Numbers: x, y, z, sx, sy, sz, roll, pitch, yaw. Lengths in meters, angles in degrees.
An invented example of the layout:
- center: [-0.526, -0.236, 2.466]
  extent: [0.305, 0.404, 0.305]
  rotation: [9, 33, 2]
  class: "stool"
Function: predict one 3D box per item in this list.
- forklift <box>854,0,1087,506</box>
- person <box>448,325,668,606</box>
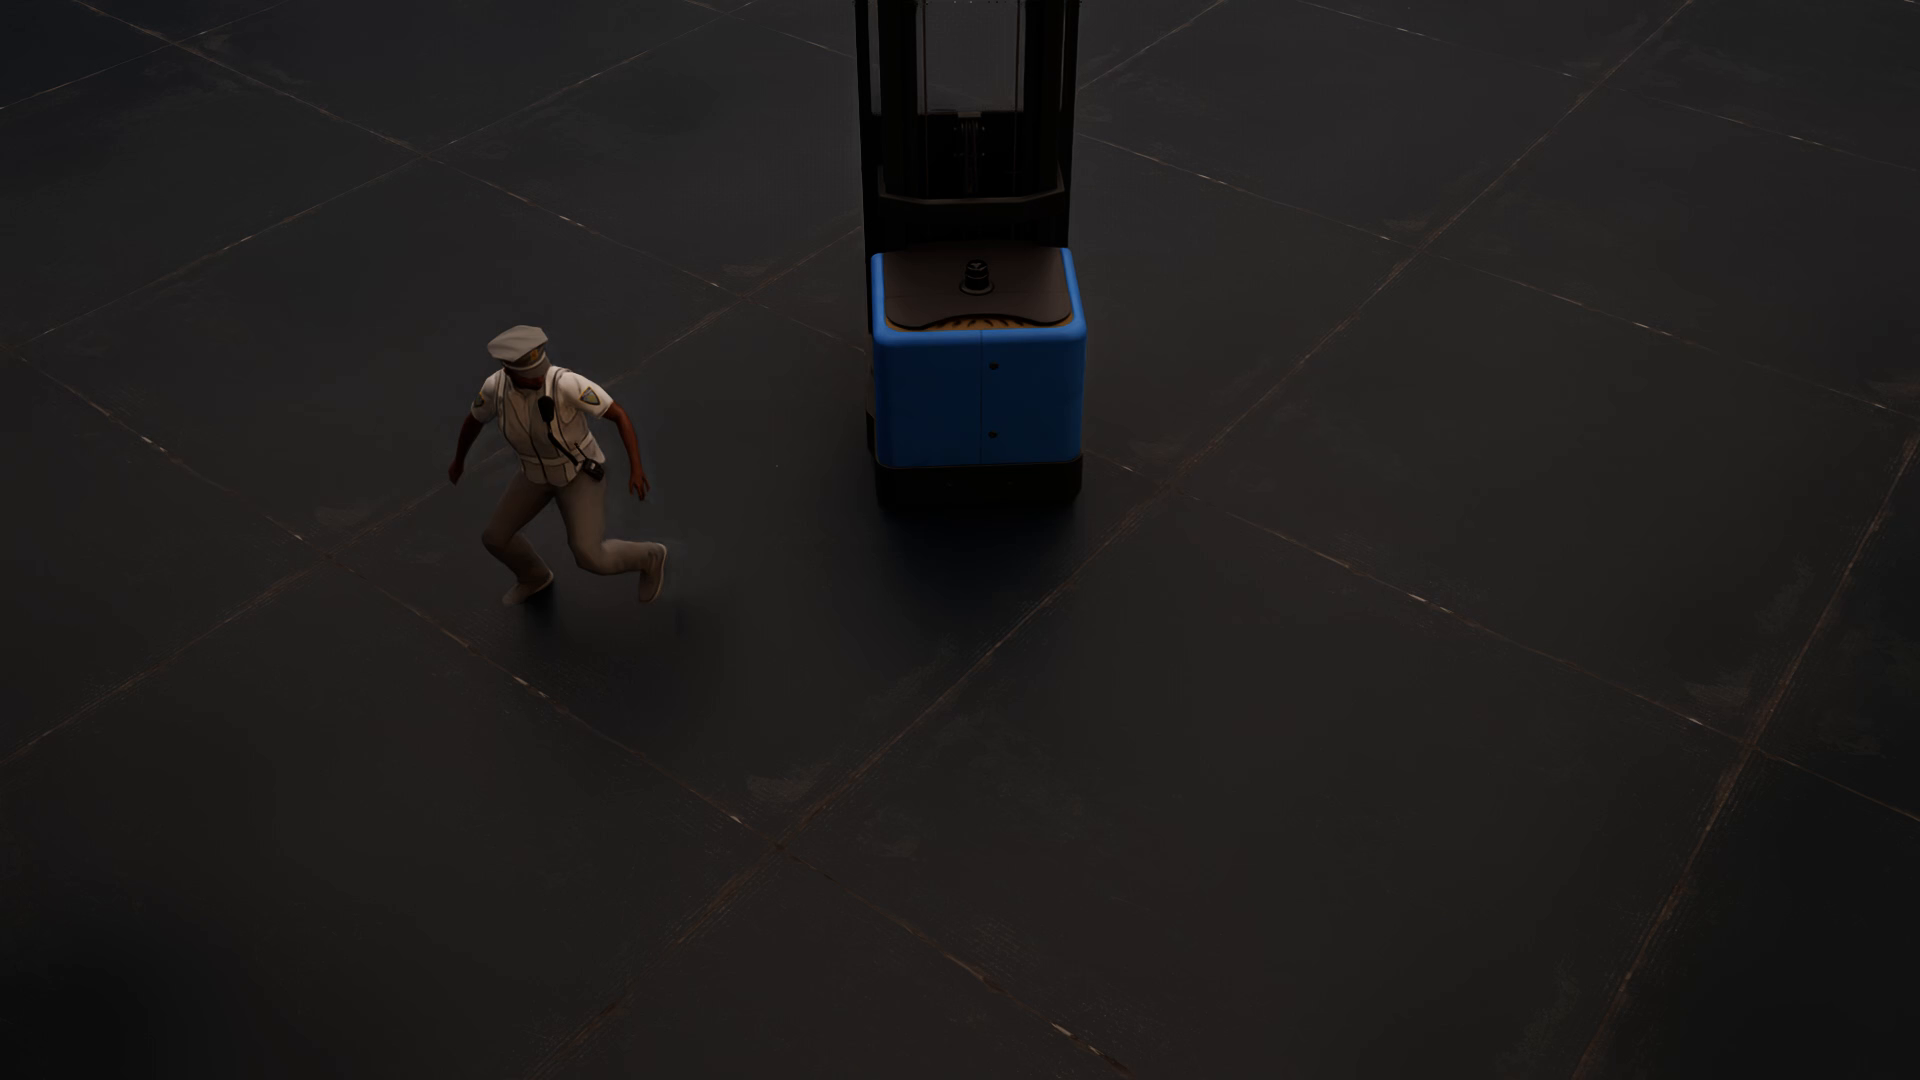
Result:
- center: [0.018, -2.228, 8.687]
  extent: [1.130, 2.935, 3.031]
  rotation: [-2, 40, -2]
  class: "forklift"
- center: [-1.871, -0.287, 7.533]
  extent: [0.995, 1.548, 0.485]
  rotation: [14, 42, 16]
  class: "person"
